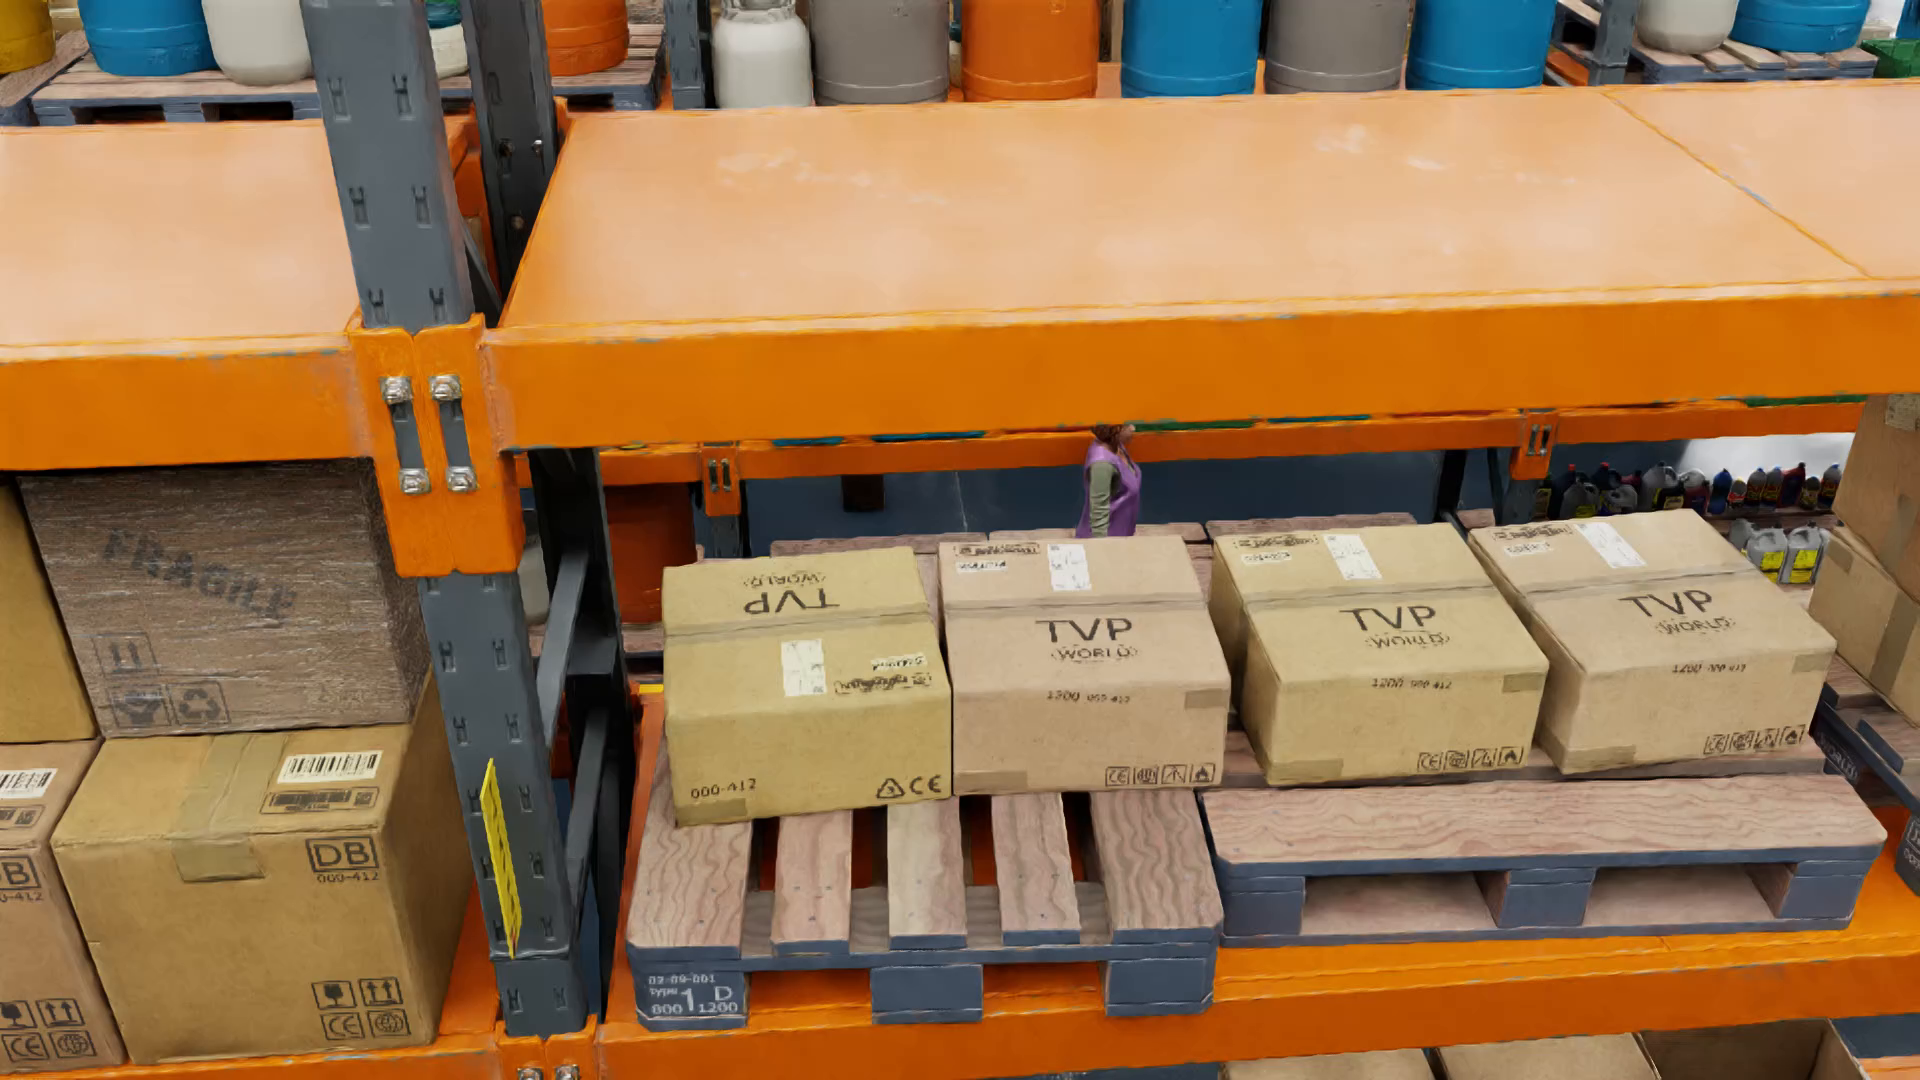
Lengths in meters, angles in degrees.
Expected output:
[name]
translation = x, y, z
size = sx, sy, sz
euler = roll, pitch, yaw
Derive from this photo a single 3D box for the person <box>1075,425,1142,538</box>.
[person]
translation = 0.642, 0.013, 8.045
size = 0.801, 1.558, 0.424
euler = 8, 32, 13
